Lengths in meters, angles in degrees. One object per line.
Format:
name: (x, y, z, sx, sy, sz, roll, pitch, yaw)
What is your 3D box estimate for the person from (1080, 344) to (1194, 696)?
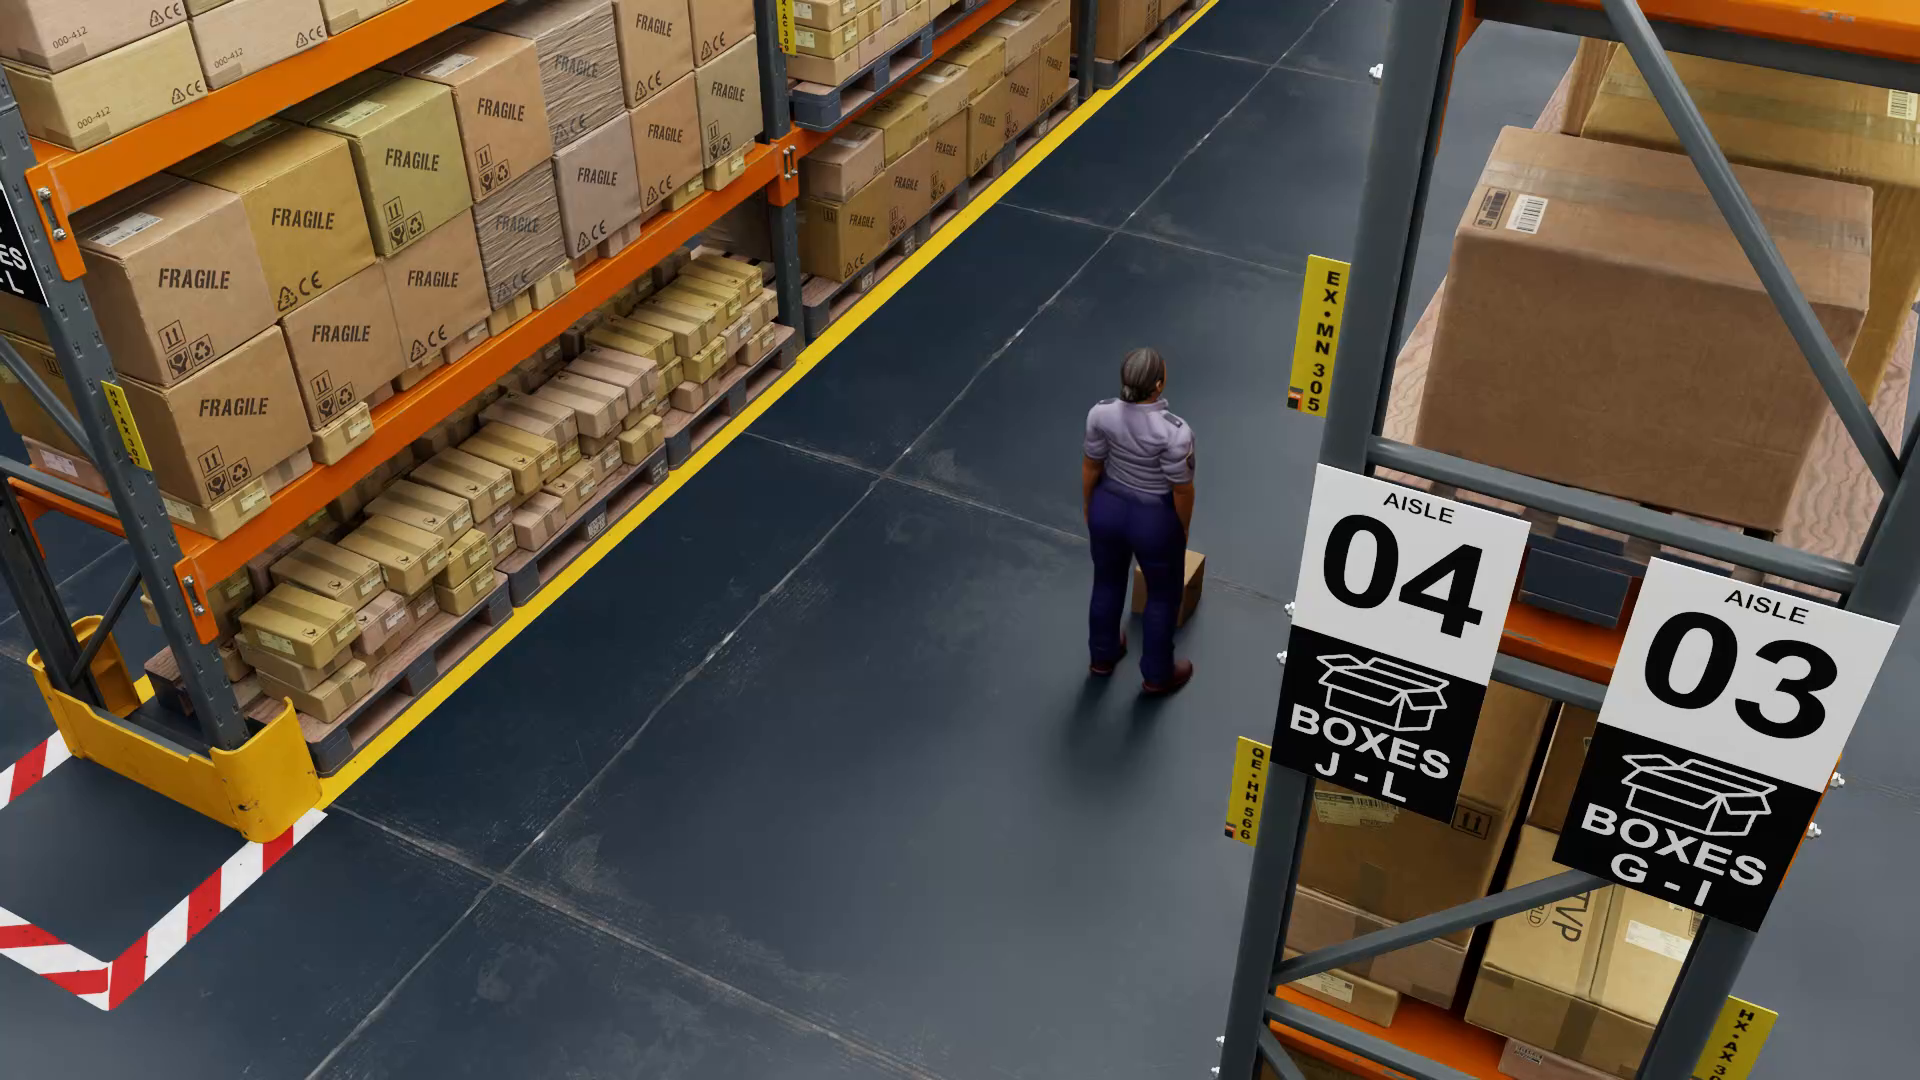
person: (0.716, -0.083, 6.876, 0.473, 1.641, 0.340, 19, 42, 22)
